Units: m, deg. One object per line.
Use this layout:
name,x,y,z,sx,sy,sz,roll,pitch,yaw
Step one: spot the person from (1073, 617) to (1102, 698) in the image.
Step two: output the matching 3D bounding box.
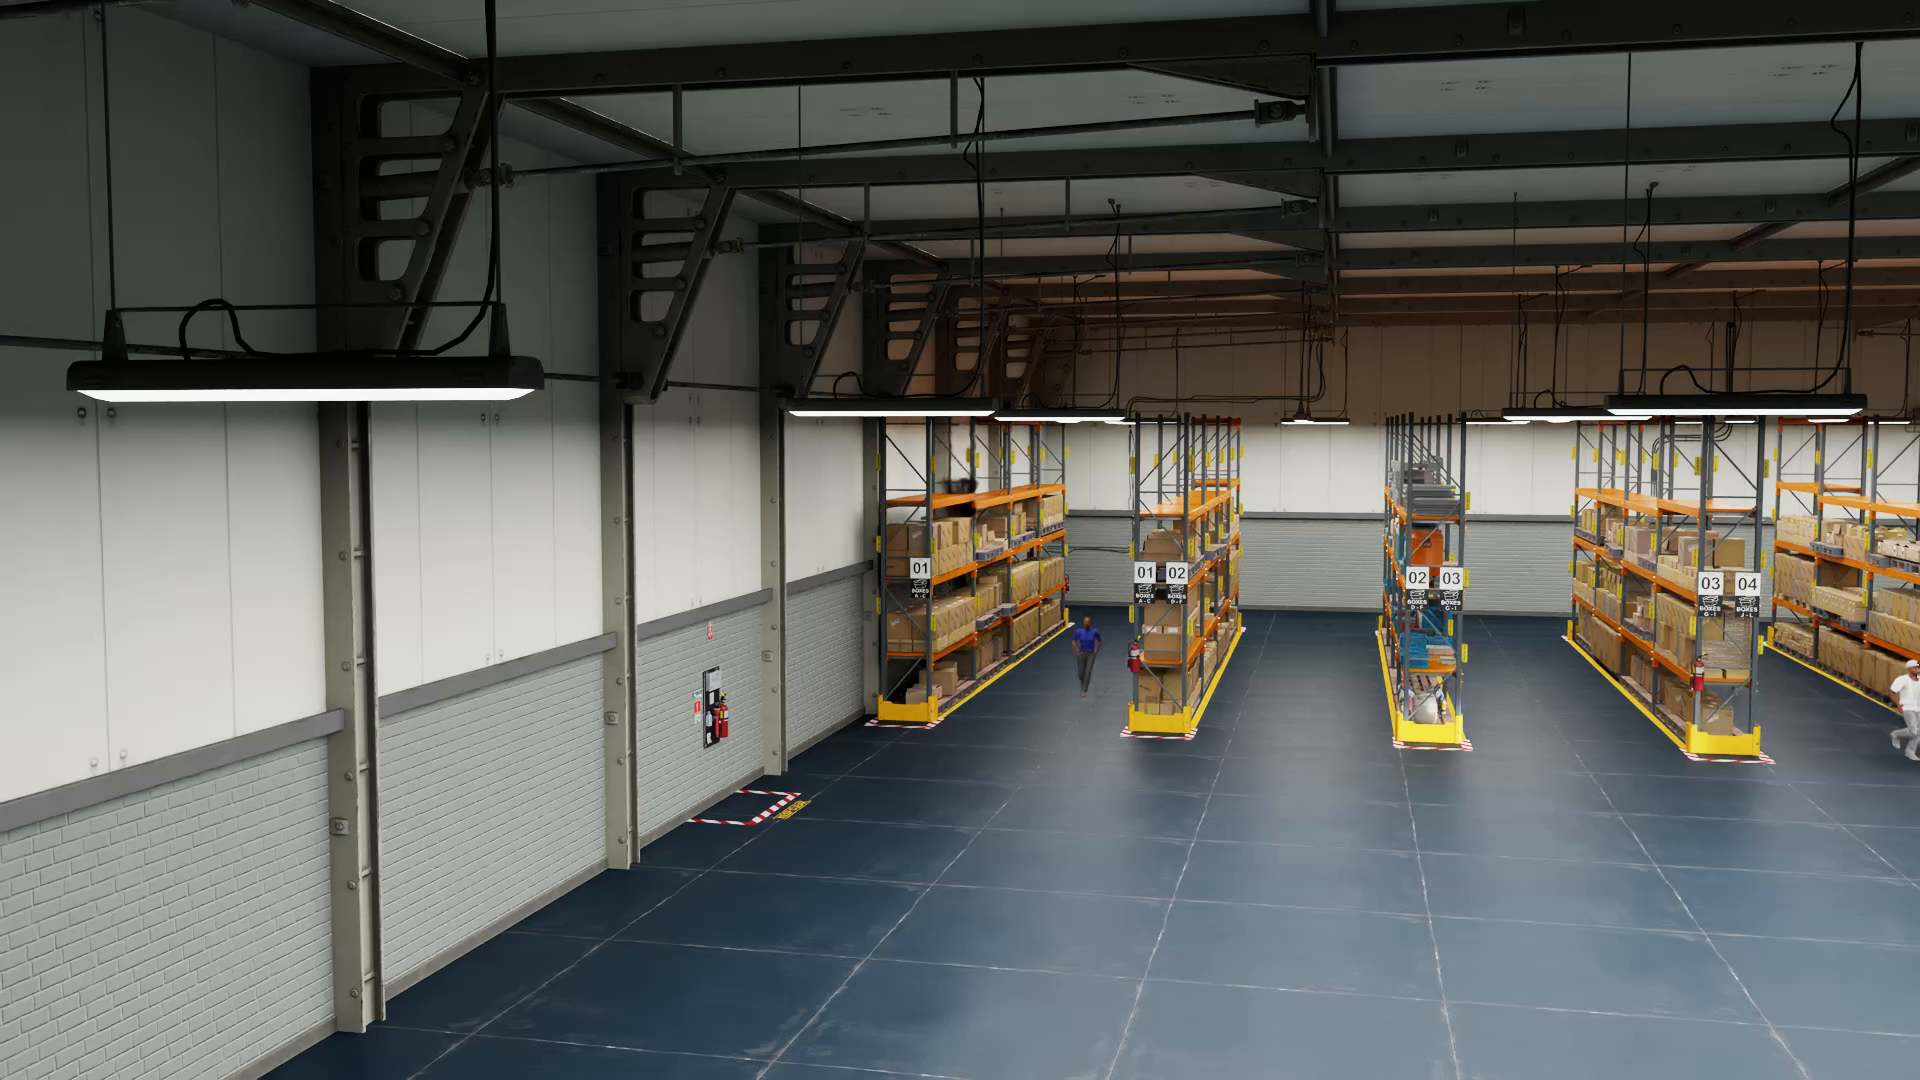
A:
person,2.584,2.355,33.771,0.598,1.624,0.682,0,4,5

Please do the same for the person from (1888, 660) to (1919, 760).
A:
person,16.452,2.924,28.784,0.705,1.722,0.585,-1,4,-11

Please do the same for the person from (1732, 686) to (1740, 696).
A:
person,16.663,2.503,35.485,0.607,1.662,0.609,1,4,15
